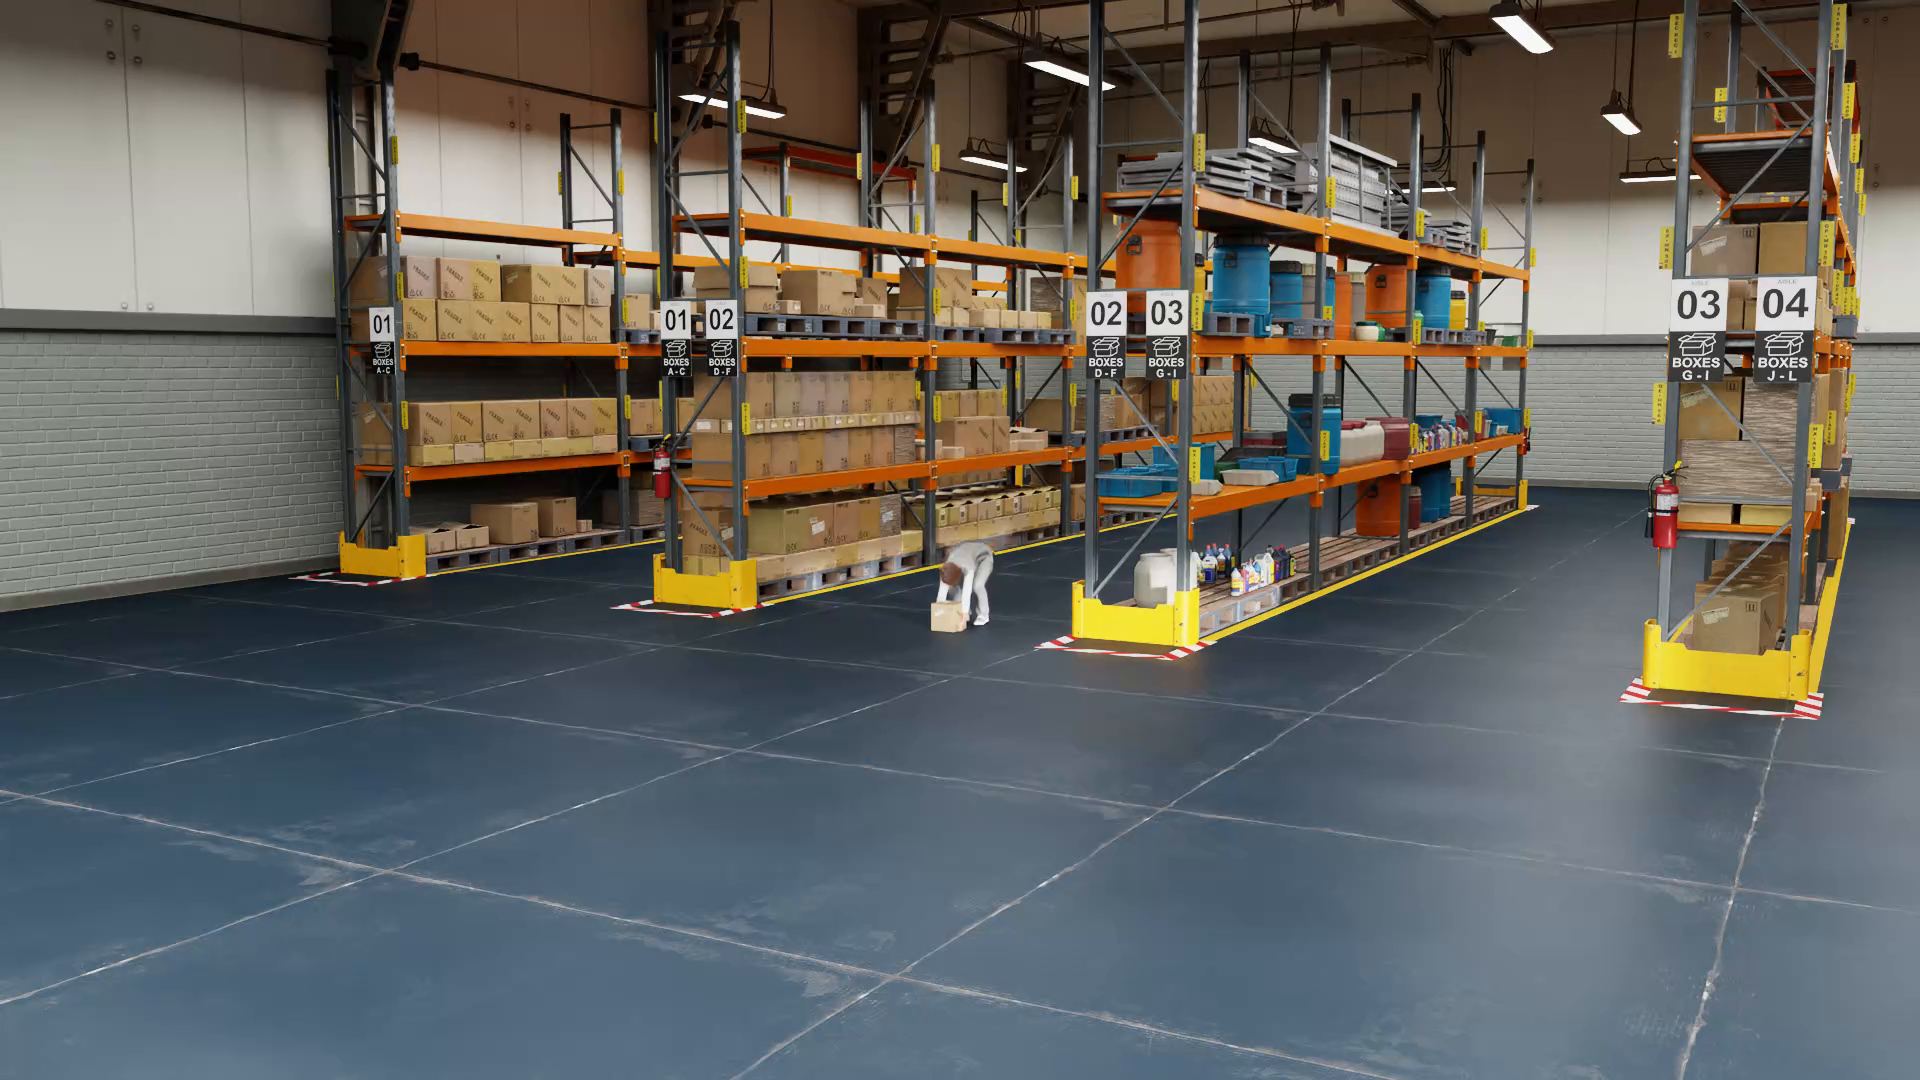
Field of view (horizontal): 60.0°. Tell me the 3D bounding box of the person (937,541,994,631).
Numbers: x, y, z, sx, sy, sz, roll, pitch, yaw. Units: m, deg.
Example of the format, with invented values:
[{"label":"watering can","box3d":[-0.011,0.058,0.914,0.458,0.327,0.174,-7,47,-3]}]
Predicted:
[{"label":"person","box3d":[0.050,0.440,16.205,0.428,0.816,0.862,3,7,26]}]
